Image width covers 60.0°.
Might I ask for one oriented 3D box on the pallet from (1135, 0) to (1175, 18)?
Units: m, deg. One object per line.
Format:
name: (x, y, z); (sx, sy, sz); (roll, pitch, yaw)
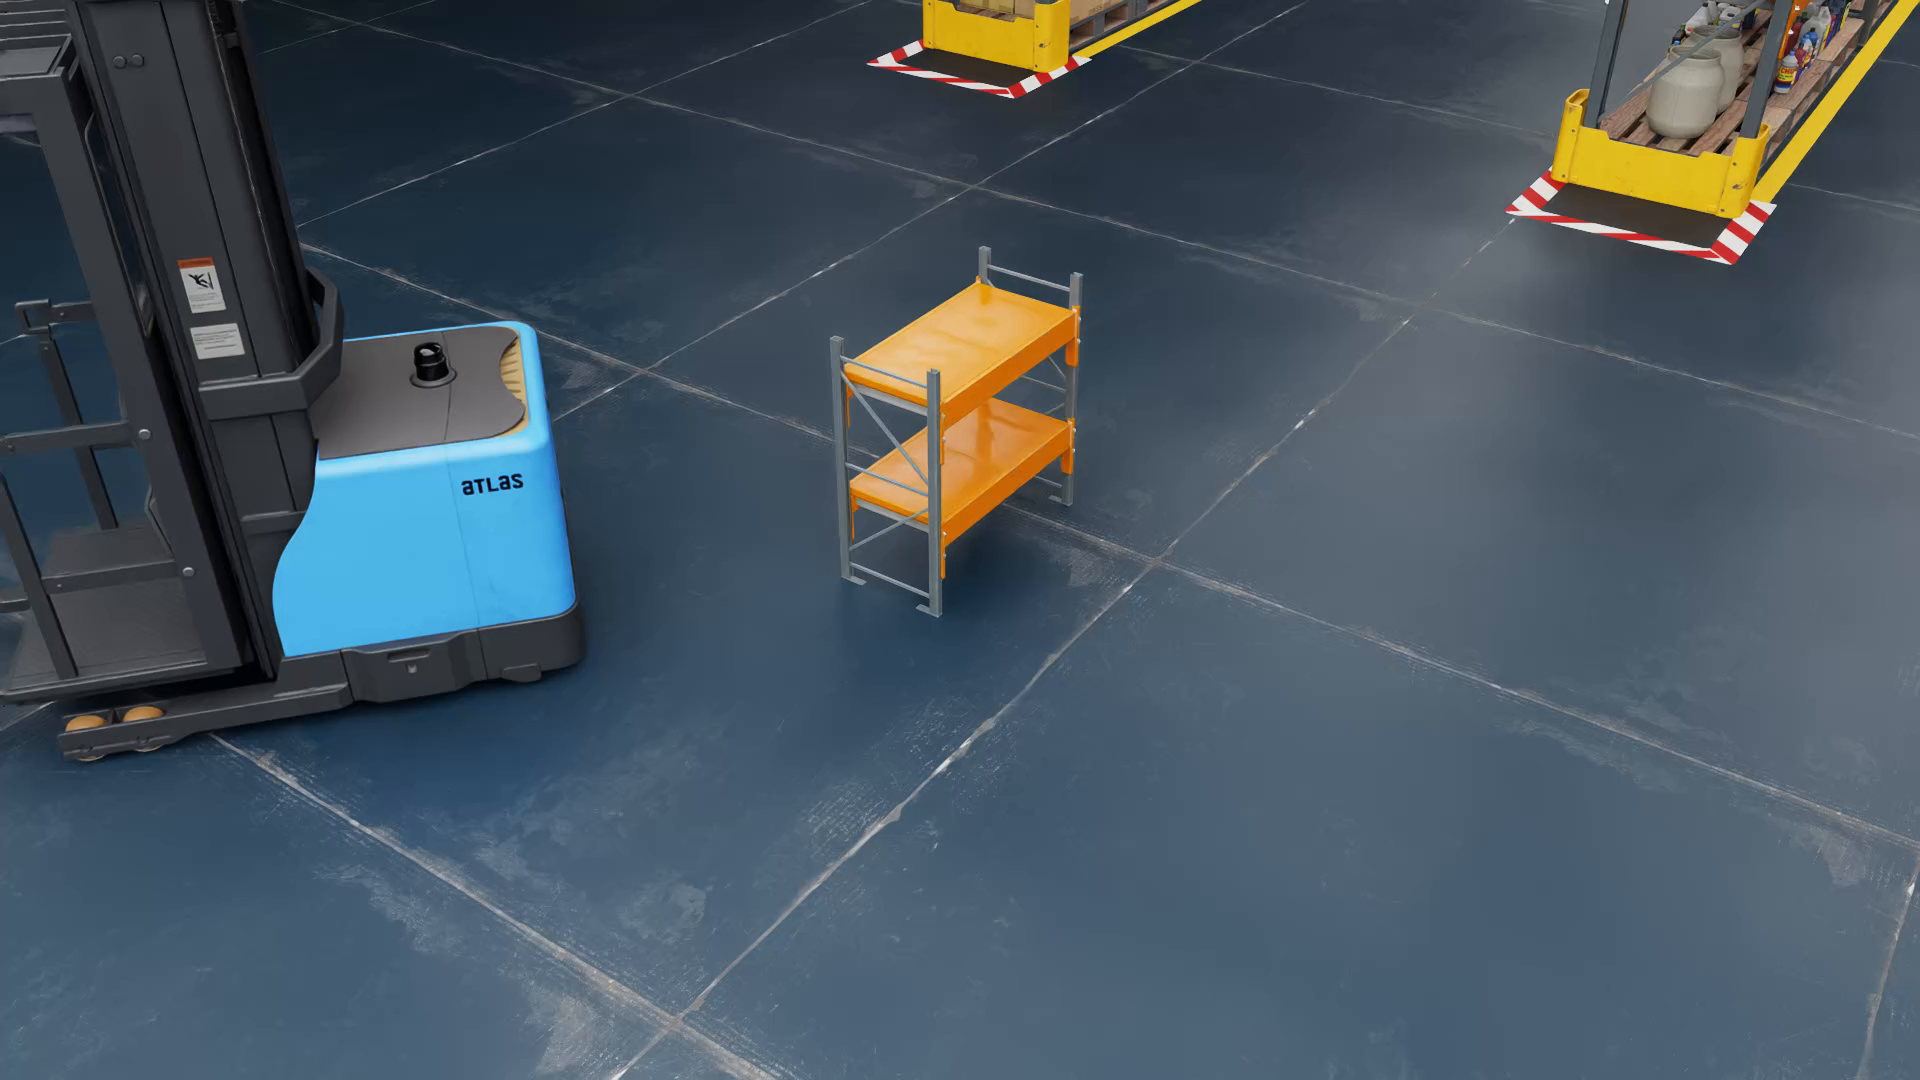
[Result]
pallet: (1.378, -4.760, 14.100); (1.003, 0.211, 1.213); (21, 39, 28)

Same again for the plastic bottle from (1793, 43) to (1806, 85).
plastic bottle: (5.781, -3.297, 11.479); (0.061, 0.283, 0.133); (22, 40, 29)

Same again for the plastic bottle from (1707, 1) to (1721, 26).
plastic bottle: (5.477, -3.811, 12.179); (0.144, 0.351, 0.185); (21, 39, 28)

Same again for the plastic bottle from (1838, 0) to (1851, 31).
plastic bottle: (6.625, -3.977, 12.486); (0.061, 0.283, 0.133); (23, 41, 30)

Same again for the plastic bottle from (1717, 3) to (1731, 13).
plastic bottle: (5.666, -3.894, 12.373); (0.097, 0.271, 0.097); (0, 34, 0)

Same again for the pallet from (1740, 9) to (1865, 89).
pallet: (6.211, -3.796, 12.675); (1.003, 0.211, 1.213); (21, 39, 28)

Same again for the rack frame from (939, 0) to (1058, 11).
rack frame: (0.280, -4.990, 11.951); (1.000, 3.000, 0.127); (21, 39, 28)

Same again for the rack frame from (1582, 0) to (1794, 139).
rack frame: (4.347, -3.406, 9.609); (1.000, 3.000, 0.127); (21, 39, 28)

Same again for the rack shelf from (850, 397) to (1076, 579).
rack shelf: (0.004, -0.267, 7.076); (0.538, 0.278, 1.000); (21, 39, 28)

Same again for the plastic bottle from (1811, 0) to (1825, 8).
plastic bottle: (6.379, -3.990, 12.444); (0.144, 0.351, 0.185); (21, 39, 28)

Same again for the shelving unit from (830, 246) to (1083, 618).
shelving unit: (0.004, -0.469, 6.939); (0.538, 1.125, 1.048); (21, 39, 28)

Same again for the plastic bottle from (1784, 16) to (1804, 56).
plastic bottle: (6.020, -3.639, 11.985); (0.061, 0.283, 0.133); (21, 39, 28)

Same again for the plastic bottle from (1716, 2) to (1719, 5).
plastic bottle: (5.591, -3.916, 12.395); (0.061, 0.283, 0.133); (23, 40, 30)

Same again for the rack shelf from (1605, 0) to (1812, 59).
rack shelf: (5.488, -4.029, 11.172); (1.077, 0.370, 4.000); (21, 39, 28)

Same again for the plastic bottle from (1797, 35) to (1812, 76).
plastic bottle: (5.890, -3.397, 11.638); (0.097, 0.271, 0.097); (0, 34, 0)

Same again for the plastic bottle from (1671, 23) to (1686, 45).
plastic bottle: (5.086, -3.508, 11.792); (0.061, 0.283, 0.133); (22, 40, 29)

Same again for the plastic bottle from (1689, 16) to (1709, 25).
plastic bottle: (5.280, -3.617, 11.959); (0.152, 0.276, 0.135); (20, 39, 27)

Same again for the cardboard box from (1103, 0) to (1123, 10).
cardboard box: (1.051, -4.432, 13.206); (0.500, 0.250, 0.500); (21, 39, 28)

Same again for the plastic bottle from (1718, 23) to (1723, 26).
plastic bottle: (5.495, -3.645, 12.067); (0.097, 0.201, 0.097); (0, 34, 0)

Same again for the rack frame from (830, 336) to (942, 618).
rack frame: (-0.286, -0.235, 6.594); (0.500, 1.125, 0.032); (21, 39, 28)

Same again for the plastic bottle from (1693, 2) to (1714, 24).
plastic bottle: (5.371, -3.725, 12.053); (0.144, 0.351, 0.185); (23, 40, 30)

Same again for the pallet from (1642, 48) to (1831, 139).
pallet: (5.516, -3.232, 11.841); (1.003, 0.211, 1.213); (21, 39, 28)

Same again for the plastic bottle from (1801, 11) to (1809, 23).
plastic bottle: (6.105, -3.700, 12.075); (0.061, 0.283, 0.133); (21, 39, 28)

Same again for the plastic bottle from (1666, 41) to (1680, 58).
plastic bottle: (5.034, -3.415, 11.727); (0.097, 0.201, 0.097); (0, 34, 0)

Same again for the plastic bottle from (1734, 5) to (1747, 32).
plastic bottle: (5.843, -3.955, 12.463); (0.097, 0.271, 0.097); (0, 34, 0)

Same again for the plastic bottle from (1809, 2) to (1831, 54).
plastic bottle: (6.204, -3.707, 12.025); (0.144, 0.351, 0.185); (21, 39, 28)

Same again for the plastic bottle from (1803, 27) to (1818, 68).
plastic bottle: (6.005, -3.490, 11.776); (0.097, 0.271, 0.097); (0, 34, 0)

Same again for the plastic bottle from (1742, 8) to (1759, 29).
plastic bottle: (5.945, -4.047, 12.529); (0.144, 0.351, 0.185); (21, 39, 28)

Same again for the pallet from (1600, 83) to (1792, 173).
pallet: (4.820, -2.673, 11.015); (1.003, 0.211, 1.213); (21, 39, 28)

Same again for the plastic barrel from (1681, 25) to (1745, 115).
plastic barrel: (4.946, -3.108, 11.014); (0.421, 0.512, 0.421); (0, 34, 0)

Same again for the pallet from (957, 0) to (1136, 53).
pallet: (0.682, -4.200, 13.273); (1.003, 0.211, 1.213); (21, 39, 28)

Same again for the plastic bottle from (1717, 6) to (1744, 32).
plastic bottle: (5.613, -3.744, 12.147); (0.152, 0.276, 0.135); (21, 39, 28)

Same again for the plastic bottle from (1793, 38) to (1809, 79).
plastic bottle: (5.833, -3.351, 11.570); (0.097, 0.271, 0.097); (0, 34, 0)

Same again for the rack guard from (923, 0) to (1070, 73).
rack guard: (0.267, -3.944, 12.635); (1.175, 0.500, 0.348); (21, 39, 28)

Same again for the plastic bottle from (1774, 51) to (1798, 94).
plastic bottle: (5.637, -3.193, 11.337); (0.097, 0.271, 0.097); (0, 34, 0)

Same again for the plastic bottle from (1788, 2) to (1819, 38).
plastic bottle: (6.252, -3.860, 12.319); (0.152, 0.276, 0.135); (21, 39, 28)

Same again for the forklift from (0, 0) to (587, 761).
forklift: (-3.031, -0.739, 5.726); (3.031, 2.935, 1.130); (-9, 35, -13)

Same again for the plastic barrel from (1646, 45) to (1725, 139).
plastic barrel: (4.660, -2.877, 10.673); (0.421, 0.512, 0.421); (0, 34, 0)

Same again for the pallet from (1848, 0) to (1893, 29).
pallet: (7.044, -4.466, 13.665); (1.003, 0.211, 1.213); (21, 39, 28)

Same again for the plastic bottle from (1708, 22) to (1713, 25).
plastic bottle: (5.288, -3.522, 11.813); (0.061, 0.283, 0.133); (21, 39, 28)

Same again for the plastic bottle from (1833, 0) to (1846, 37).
plastic bottle: (6.498, -3.944, 12.376); (0.144, 0.351, 0.185); (20, 39, 27)

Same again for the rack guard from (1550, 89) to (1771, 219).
rack guard: (4.352, -2.421, 10.383); (1.175, 0.500, 0.348); (21, 39, 28)

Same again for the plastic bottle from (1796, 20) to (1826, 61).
plastic bottle: (6.108, -3.602, 11.938); (0.152, 0.276, 0.135); (22, 40, 29)

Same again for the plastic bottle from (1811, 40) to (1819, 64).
plastic bottle: (6.063, -3.508, 11.865); (0.097, 0.201, 0.097); (0, 34, 0)

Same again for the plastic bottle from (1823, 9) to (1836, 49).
plastic bottle: (6.330, -3.739, 12.134); (0.061, 0.283, 0.133); (24, 41, 31)

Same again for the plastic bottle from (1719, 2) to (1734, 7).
plastic bottle: (5.719, -4.006, 12.468); (0.144, 0.351, 0.185); (20, 39, 26)

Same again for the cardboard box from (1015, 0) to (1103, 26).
cardboard box: (0.769, -4.201, 12.864); (0.500, 0.250, 0.500); (21, 39, 28)

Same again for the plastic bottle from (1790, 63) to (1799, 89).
plastic bottle: (5.696, -3.212, 11.427); (0.097, 0.201, 0.097); (0, 34, 0)

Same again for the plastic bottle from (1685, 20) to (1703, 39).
plastic bottle: (5.201, -3.553, 11.864); (0.152, 0.276, 0.135); (22, 40, 29)

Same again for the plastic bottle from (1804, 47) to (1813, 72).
plastic bottle: (5.946, -3.414, 11.725); (0.097, 0.201, 0.097); (0, 34, 0)

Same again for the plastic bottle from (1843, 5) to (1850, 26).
plastic bottle: (6.677, -4.004, 12.598); (0.097, 0.201, 0.097); (0, 34, 0)

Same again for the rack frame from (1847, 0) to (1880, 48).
rack frame: (6.628, -5.247, 12.331); (1.000, 3.000, 0.127); (21, 39, 28)

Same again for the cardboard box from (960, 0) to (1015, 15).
cardboard box: (0.343, -4.366, 13.109); (0.500, 0.250, 0.500); (21, 39, 28)

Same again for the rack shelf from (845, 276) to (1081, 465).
rack shelf: (0.004, -0.712, 6.776); (0.538, 0.278, 1.000); (21, 39, 28)

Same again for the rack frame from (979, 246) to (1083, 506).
rack frame: (0.294, -0.703, 7.285); (0.500, 1.125, 0.032); (21, 39, 28)

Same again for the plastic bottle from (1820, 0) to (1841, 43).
plastic bottle: (6.388, -3.855, 12.245); (0.144, 0.351, 0.185); (19, 39, 26)
